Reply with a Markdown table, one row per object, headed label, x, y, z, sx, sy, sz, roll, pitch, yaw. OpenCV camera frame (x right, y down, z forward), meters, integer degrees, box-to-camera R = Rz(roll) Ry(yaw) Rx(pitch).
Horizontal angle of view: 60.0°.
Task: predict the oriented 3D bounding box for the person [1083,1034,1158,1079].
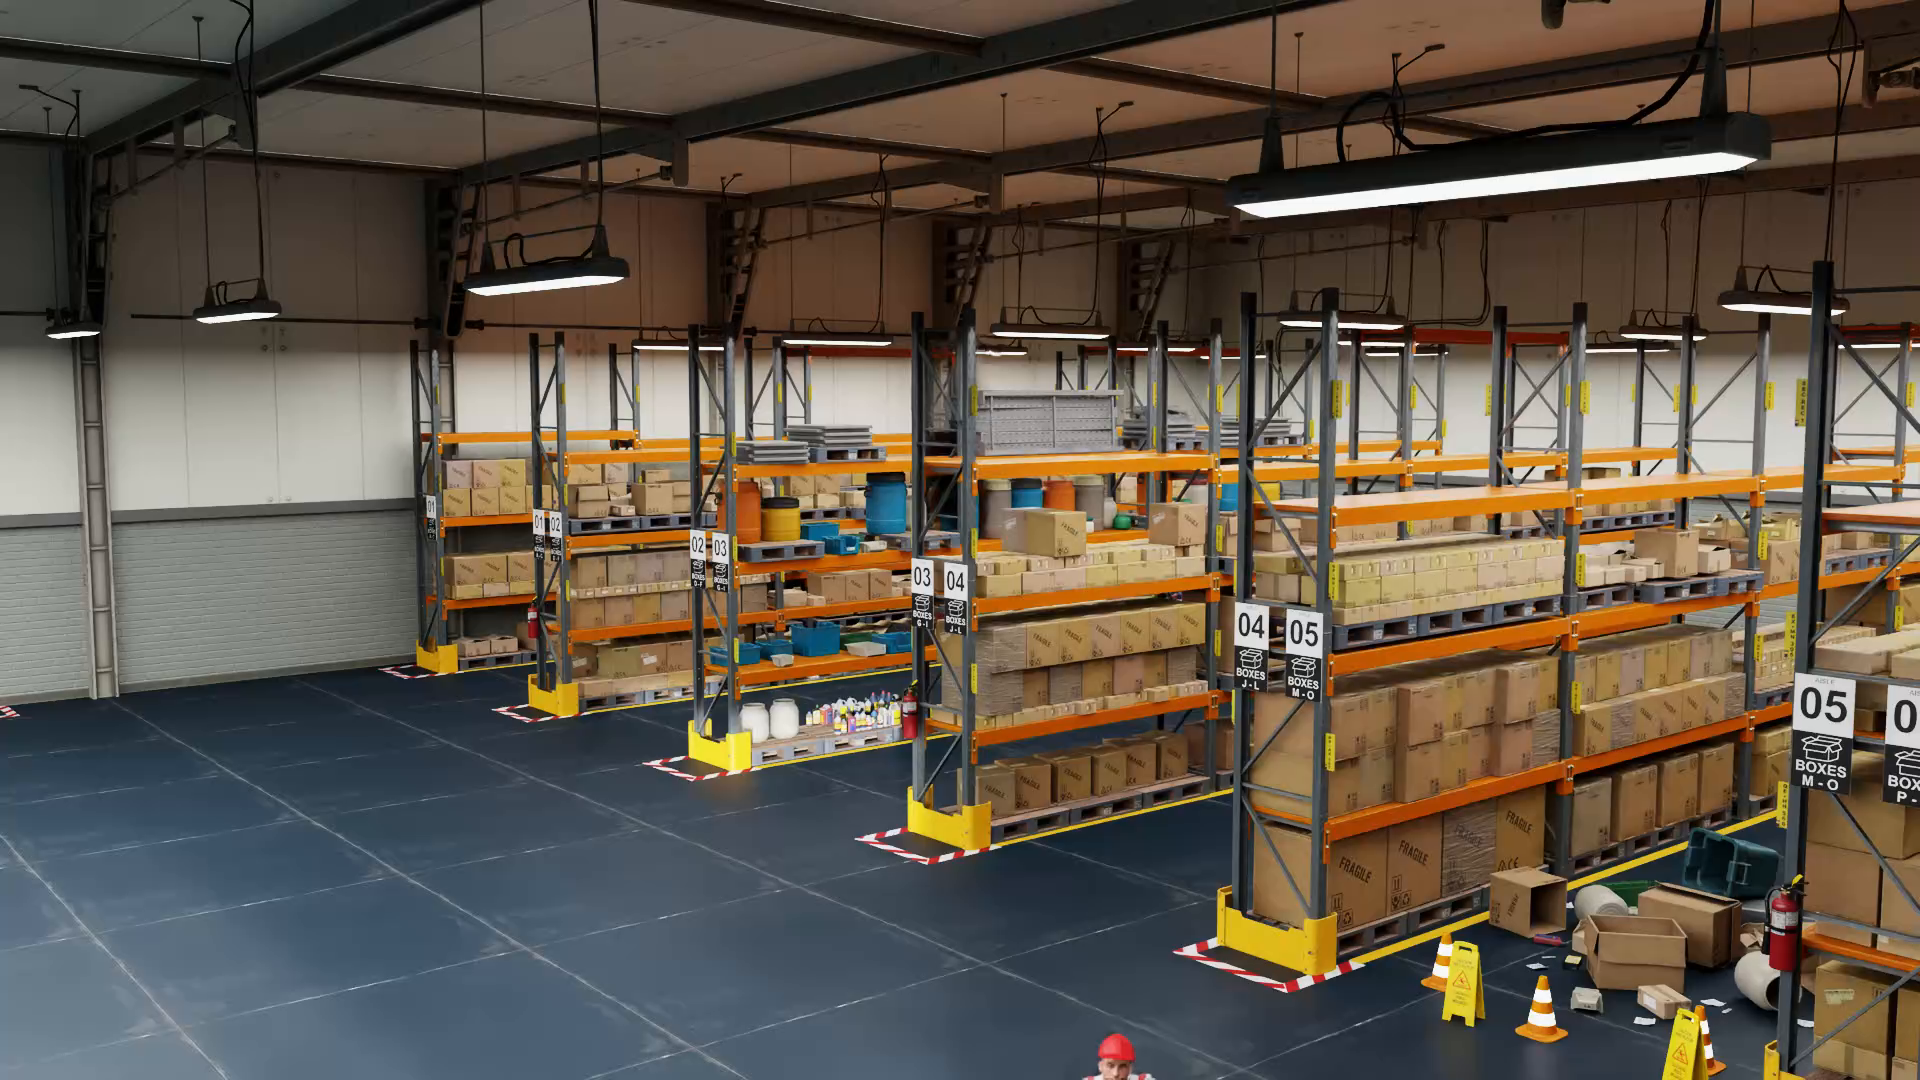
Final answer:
| label | x | y | z | sx | sy | sz | roll | pitch | yaw |
| --- | --- | --- | --- | --- | --- | --- | --- | --- | --- |
| person | 0.889 | 3.484 | 9.062 | 0.694 | 1.740 | 0.727 | 1 | 5 | 7 |
